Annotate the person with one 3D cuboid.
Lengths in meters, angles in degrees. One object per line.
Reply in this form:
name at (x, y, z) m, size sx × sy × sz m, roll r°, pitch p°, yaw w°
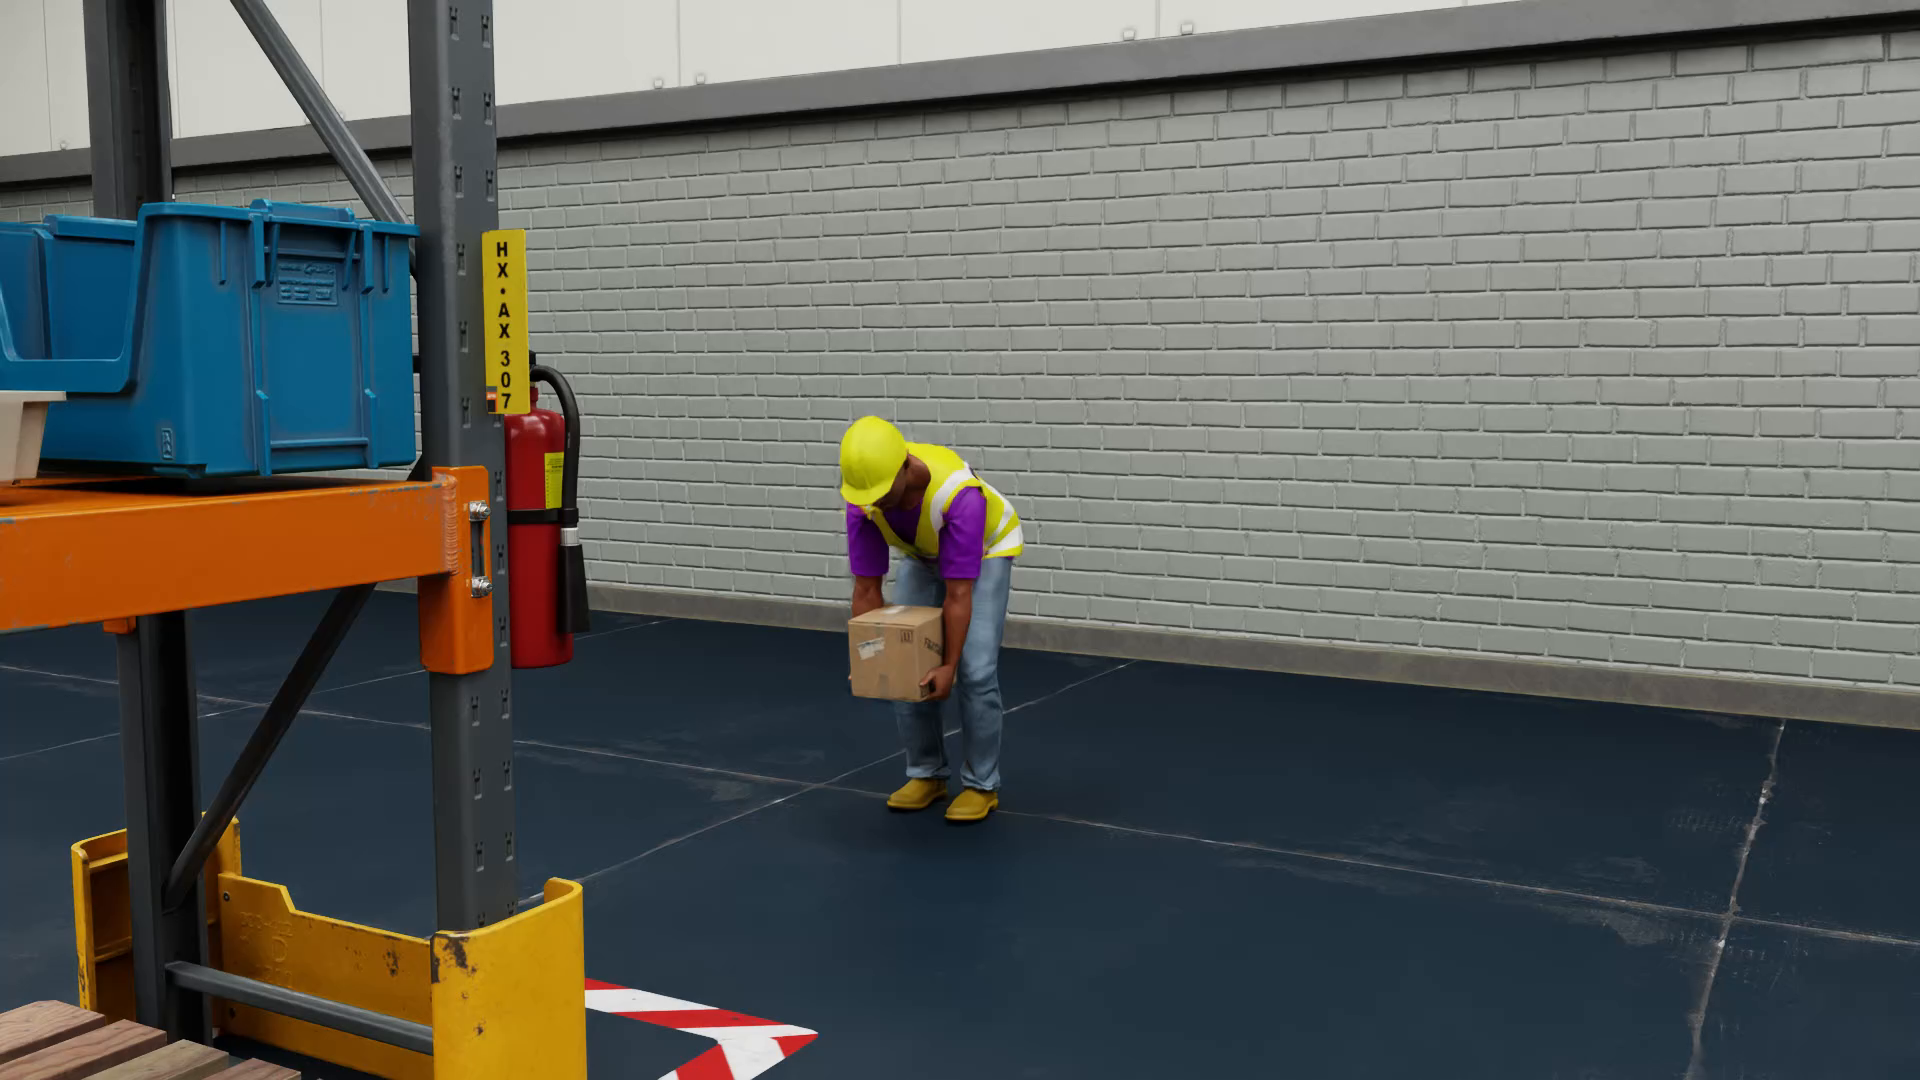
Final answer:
person at (-0.114, 0.265, 5.444) m, size 0.474 × 1.355 × 0.918 m, roll 3°, pitch 7°, yaw 27°
